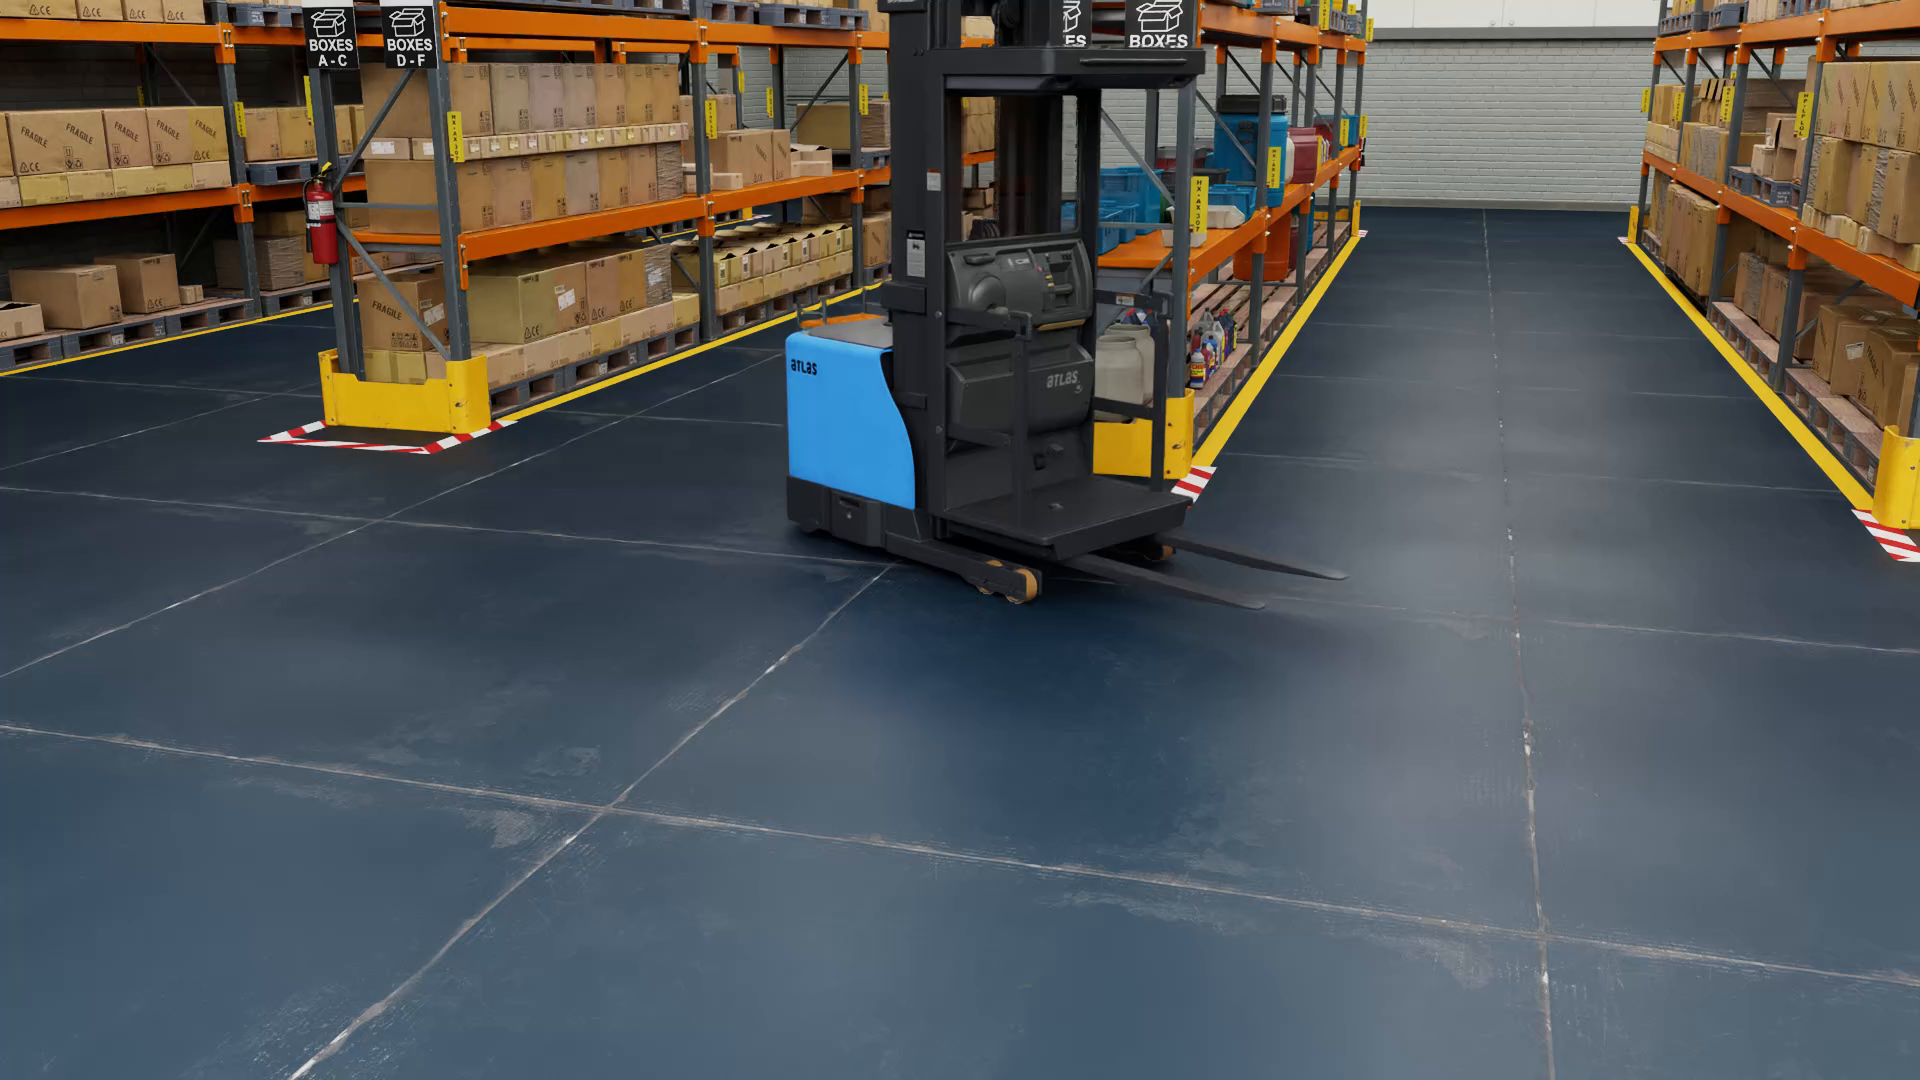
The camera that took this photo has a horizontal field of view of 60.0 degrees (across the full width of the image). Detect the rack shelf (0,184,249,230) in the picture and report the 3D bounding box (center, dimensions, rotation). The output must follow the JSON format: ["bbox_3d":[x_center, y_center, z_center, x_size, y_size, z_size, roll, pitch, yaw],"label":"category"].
[{"bbox_3d":[-8.055,-2.822,14.599,1.077,0.370,4.000,5,16,16],"label":"rack shelf"}]

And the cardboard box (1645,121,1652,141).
[{"bbox_3d":[9.776,-5.645,22.963,0.500,0.250,0.500,4,16,14],"label":"cardboard box"}]

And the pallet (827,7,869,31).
[{"bbox_3d":[-1.706,-5.522,17.650,1.213,0.211,1.003,5,17,18],"label":"pallet"}]

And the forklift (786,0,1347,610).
[{"bbox_3d":[0.448,-1.267,7.927,1.130,2.935,3.031,-15,21,-42],"label":"forklift"}]

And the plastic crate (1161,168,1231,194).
[{"bbox_3d":[1.742,-2.766,13.198,0.767,0.338,0.504,5,16,16],"label":"plastic crate"}]

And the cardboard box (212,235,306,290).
[{"bbox_3d":[-7.293,-2.894,17.310,0.700,0.500,0.500,5,17,18],"label":"cardboard box"}]

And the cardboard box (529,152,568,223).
[{"bbox_3d":[-3.436,-2.698,12.661,0.700,0.500,0.500,5,17,16],"label":"cardboard box"}]

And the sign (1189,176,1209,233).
[{"bbox_3d":[1.402,-1.966,9.755,0.100,0.325,0.005,5,16,16],"label":"sign"}]

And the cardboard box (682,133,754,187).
[{"bbox_3d":[-2.352,-3.694,16.171,0.500,0.500,0.500,6,17,20],"label":"cardboard box"}]

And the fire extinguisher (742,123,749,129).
[{"bbox_3d":[-3.591,-6.618,27.489,0.296,0.674,0.183,5,16,16],"label":"fire extinguisher"}]

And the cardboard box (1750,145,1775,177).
[{"bbox_3d":[7.201,-3.294,14.453,0.500,0.250,0.500,4,16,14],"label":"cardboard box"}]

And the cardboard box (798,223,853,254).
[{"bbox_3d":[-1.512,-3.347,18.375,0.500,0.311,0.500,5,17,17],"label":"cardboard box"}]

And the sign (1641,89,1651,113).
[{"bbox_3d":[9.641,-6.177,23.380,0.100,0.325,0.005,5,16,16],"label":"sign"}]

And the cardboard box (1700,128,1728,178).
[{"bbox_3d":[8.092,-4.048,17.420,0.500,0.500,0.500,4,16,14],"label":"cardboard box"}]

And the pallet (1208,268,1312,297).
[{"bbox_3d":[3.333,-2.837,18.446,1.003,0.211,1.213,5,16,16],"label":"pallet"}]

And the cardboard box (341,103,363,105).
[{"bbox_3d":[-6.606,-4.725,19.002,0.700,0.500,0.500,3,16,11],"label":"cardboard box"}]

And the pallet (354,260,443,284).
[{"bbox_3d":[-6.573,-3.192,19.695,1.003,0.211,1.213,5,16,16],"label":"pallet"}]

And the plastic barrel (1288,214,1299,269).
[{"bbox_3d":[3.593,-3.436,19.096,0.600,0.588,0.708,5,16,16],"label":"plastic barrel"}]

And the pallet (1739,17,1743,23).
[{"bbox_3d":[8.821,-5.739,18.420,0.805,0.209,1.217,4,16,14],"label":"pallet"}]

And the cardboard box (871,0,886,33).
[{"bbox_3d":[-1.362,-6.096,19.144,0.910,0.500,0.500,5,16,16],"label":"cardboard box"}]

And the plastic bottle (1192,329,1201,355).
[{"bbox_3d":[1.807,-1.468,12.680,0.061,0.283,0.133,5,16,16],"label":"plastic bottle"}]

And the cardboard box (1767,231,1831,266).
[{"bbox_3d":[7.595,-2.638,15.033,0.500,0.250,0.500,7,17,22],"label":"cardboard box"}]

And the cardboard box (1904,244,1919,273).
[{"bbox_3d":[5.601,-1.597,9.422,0.380,0.149,0.250,5,16,16],"label":"cardboard box"}]

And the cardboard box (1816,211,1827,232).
[{"bbox_3d":[6.284,-2.253,11.736,0.380,0.149,0.250,5,16,16],"label":"cardboard box"}]

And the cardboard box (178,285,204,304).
[{"bbox_3d":[-7.610,-2.397,16.171,0.380,0.166,0.250,2,16,9],"label":"cardboard box"}]

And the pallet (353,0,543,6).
[{"bbox_3d":[-3.647,-3.845,11.553,1.003,0.211,1.213,5,16,16],"label":"pallet"}]

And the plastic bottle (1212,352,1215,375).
[{"bbox_3d":[1.844,-1.334,12.356,0.097,0.201,0.097,0,16,0],"label":"plastic bottle"}]

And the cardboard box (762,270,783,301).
[{"bbox_3d":[-2.093,-2.543,16.567,0.500,0.250,0.500,4,16,14],"label":"cardboard box"}]

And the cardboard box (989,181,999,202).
[{"bbox_3d":[0.756,-5.295,25.776,0.500,0.500,0.500,5,16,16],"label":"cardboard box"}]

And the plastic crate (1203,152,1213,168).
[{"bbox_3d":[2.027,-3.228,14.742,0.392,0.384,0.575,5,16,16],"label":"plastic crate"}]

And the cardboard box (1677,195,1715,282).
[{"bbox_3d":[8.374,-3.177,17.656,1.225,0.875,0.875,5,16,16],"label":"cardboard box"}]

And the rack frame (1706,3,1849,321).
[{"bbox_3d":[7.898,-3.585,15.973,1.000,3.000,0.127,5,16,16],"label":"rack frame"}]

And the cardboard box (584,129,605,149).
[{"bbox_3d":[-3.043,-3.179,13.167,0.380,0.149,0.250,5,17,18],"label":"cardboard box"}]

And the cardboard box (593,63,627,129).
[{"bbox_3d":[-3.141,-3.600,13.465,0.700,0.500,0.500,5,16,16],"label":"cardboard box"}]

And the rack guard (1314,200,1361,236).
[{"bbox_3d":[5.417,-4.867,25.073,1.175,0.500,0.348,5,16,16],"label":"rack guard"}]

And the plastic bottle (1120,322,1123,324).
[{"bbox_3d":[1.244,-1.559,13.002,0.061,0.283,0.133,5,17,18],"label":"plastic bottle"}]

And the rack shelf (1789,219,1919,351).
[{"bbox_3d":[6.193,-1.669,10.536,1.077,0.370,4.000,5,16,16],"label":"rack shelf"}]

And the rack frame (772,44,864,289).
[{"bbox_3d":[-1.599,-4.354,18.684,1.000,3.000,0.127,5,16,16],"label":"rack frame"}]

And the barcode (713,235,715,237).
[{"bbox_3d":[-2.264,-2.813,15.266,0.001,0.075,0.075,5,16,16],"label":"barcode"}]

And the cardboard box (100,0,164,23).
[{"bbox_3d":[-7.549,-4.909,14.924,0.500,0.500,0.500,3,16,11],"label":"cardboard box"}]

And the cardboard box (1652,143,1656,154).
[{"bbox_3d":[9.464,-5.221,22.200,0.380,0.149,0.250,4,16,15],"label":"cardboard box"}]

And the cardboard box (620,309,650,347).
[{"bbox_3d":[-2.938,-1.787,13.902,0.500,0.250,0.500,5,16,16],"label":"cardboard box"}]

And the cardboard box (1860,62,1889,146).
[{"bbox_3d":[5.975,-2.720,10.360,0.500,0.500,0.500,5,16,16],"label":"cardboard box"}]

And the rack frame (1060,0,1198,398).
[{"bbox_3d":[0.876,-1.876,9.948,1.000,3.000,0.127,5,16,16],"label":"rack frame"}]

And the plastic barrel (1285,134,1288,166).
[{"bbox_3d":[2.826,-3.527,15.517,0.433,0.535,0.433,0,16,0],"label":"plastic barrel"}]

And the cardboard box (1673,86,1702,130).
[{"bbox_3d":[8.909,-5.204,20.037,0.500,0.500,0.500,5,17,17],"label":"cardboard box"}]

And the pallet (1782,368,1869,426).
[{"bbox_3d":[6.604,-1.019,12.034,1.003,0.211,1.213,5,16,16],"label":"pallet"}]

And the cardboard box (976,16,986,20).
[{"bbox_3d":[0.054,-7.251,22.759,0.500,0.250,0.500,5,16,16],"label":"cardboard box"}]

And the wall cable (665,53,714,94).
[{"bbox_3d":[-4.619,-7.728,28.715,0.084,1.984,1.851,5,16,16],"label":"wall cable"}]

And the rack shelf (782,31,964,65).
[{"bbox_3d":[-1.031,-5.975,20.218,1.077,0.370,4.000,5,16,16],"label":"rack shelf"}]

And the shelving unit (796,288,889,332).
[{"bbox_3d":[-0.629,-0.794,9.412,0.503,1.200,0.258,-15,20,-43],"label":"shelving unit"}]

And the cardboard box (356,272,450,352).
[{"bbox_3d":[-4.005,-1.665,12.097,0.500,0.500,0.500,5,16,16],"label":"cardboard box"}]

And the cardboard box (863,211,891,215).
[{"bbox_3d":[-0.905,-3.729,20.253,0.500,0.500,0.500,4,16,15],"label":"cardboard box"}]
